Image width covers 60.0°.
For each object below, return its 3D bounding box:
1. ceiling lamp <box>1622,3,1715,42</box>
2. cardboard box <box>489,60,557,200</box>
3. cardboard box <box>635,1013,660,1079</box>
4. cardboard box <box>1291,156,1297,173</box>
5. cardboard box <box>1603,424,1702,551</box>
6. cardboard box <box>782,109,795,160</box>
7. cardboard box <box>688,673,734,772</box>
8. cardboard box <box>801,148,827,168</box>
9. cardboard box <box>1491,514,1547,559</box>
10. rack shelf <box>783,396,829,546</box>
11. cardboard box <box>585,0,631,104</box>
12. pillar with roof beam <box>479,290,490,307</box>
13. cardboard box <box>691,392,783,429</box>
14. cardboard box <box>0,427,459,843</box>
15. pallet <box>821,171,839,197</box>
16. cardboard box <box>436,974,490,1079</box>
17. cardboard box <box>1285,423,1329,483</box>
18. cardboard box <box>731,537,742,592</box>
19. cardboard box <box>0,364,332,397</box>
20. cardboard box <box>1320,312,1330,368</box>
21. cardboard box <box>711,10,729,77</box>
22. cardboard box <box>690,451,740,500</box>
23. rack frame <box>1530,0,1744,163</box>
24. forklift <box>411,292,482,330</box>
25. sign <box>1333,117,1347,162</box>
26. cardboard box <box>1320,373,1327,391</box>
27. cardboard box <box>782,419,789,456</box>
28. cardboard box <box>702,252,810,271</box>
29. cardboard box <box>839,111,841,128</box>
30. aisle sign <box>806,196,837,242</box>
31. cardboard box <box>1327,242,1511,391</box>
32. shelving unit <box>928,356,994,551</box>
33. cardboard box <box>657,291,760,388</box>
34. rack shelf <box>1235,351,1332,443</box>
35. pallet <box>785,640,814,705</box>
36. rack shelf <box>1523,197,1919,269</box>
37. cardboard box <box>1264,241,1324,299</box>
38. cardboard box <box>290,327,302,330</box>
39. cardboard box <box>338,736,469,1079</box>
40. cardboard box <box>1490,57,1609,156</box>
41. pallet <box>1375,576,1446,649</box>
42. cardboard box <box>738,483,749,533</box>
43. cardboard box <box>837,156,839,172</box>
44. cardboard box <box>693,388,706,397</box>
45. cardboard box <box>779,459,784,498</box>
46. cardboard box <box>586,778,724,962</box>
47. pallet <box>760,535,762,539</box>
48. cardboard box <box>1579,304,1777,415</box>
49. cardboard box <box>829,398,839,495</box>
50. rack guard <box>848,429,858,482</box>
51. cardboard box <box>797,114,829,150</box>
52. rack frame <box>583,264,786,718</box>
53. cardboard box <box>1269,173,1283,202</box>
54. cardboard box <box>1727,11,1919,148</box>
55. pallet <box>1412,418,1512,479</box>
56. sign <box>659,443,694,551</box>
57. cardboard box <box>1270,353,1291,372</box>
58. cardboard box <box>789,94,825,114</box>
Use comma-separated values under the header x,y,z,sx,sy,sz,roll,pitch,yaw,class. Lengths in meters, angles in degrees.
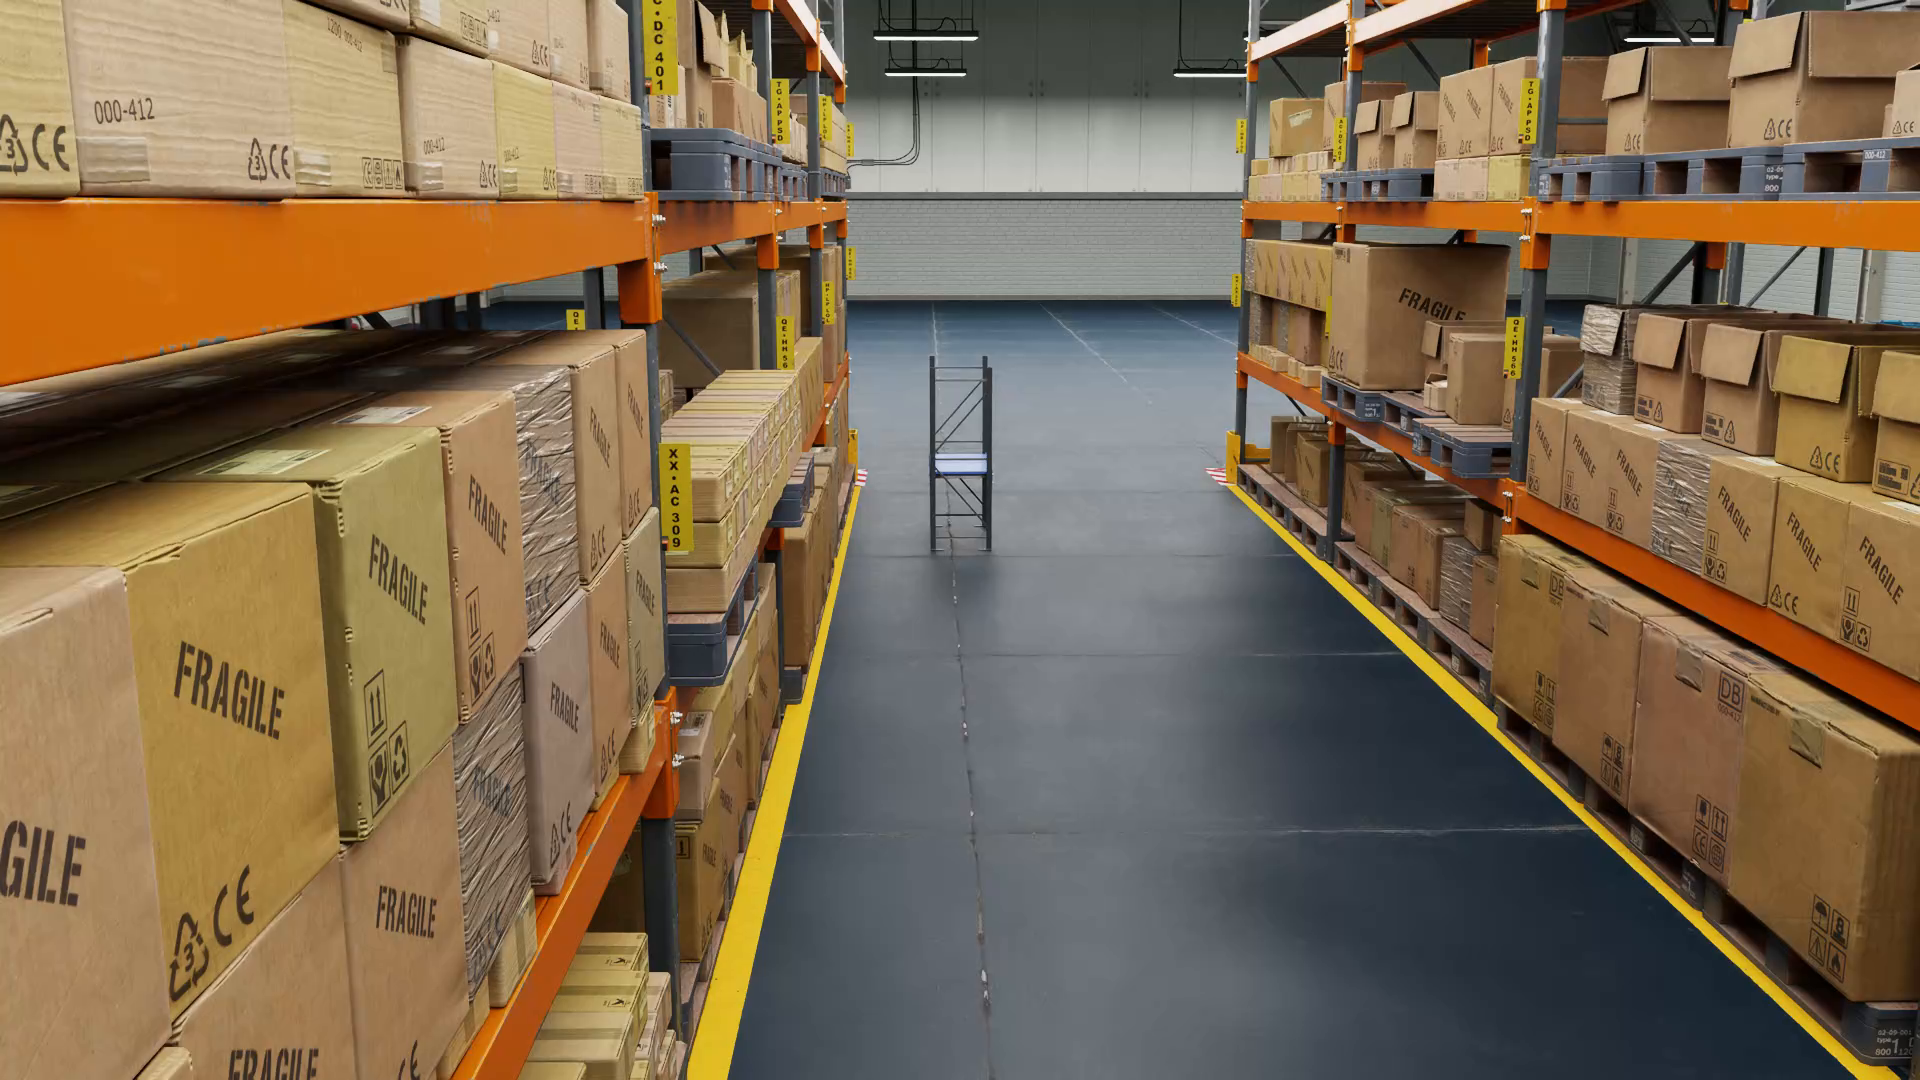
x,y,z,sx,sy,sz,roll,pitch,yaw,class
13.745,-11.175,31.829,2.000,3.185,0.800,0,11,-1,ceiling lamp
-1.103,-0.799,3.286,0.500,0.250,0.500,0,11,-2,cardboard box
-1.051,1.461,4.677,0.380,0.149,0.250,-1,11,-4,cardboard box
3.139,-3.313,14.675,0.380,0.149,0.250,0,11,-2,cardboard box
3.250,-0.241,7.454,0.500,0.500,0.500,0,11,-2,cardboard box
-1.292,-2.522,10.318,0.500,0.311,0.500,0,11,-2,cardboard box
-1.158,0.699,6.415,0.500,0.250,0.500,0,11,0,cardboard box
-1.226,-2.965,12.909,0.380,0.149,0.250,0,11,-2,cardboard box
3.441,0.014,9.739,0.500,0.250,0.500,0,11,1,cardboard box
-1.517,-0.539,10.982,1.077,0.370,4.000,0,11,-1,rack shelf
-1.129,-1.250,4.252,0.500,0.250,0.500,-1,11,-4,cardboard box
-8.753,-10.802,44.671,9.100,9.000,0.548,0,11,-1,pillar with roof beam
-0.991,-0.570,7.404,0.380,0.149,0.250,0,11,-1,cardboard box
-1.059,0.117,2.423,0.500,0.500,0.500,0,11,-2,cardboard box
-1.587,-3.121,14.575,1.003,0.211,1.213,0,11,-1,pallet
-1.073,0.843,2.989,0.380,0.149,0.250,0,11,1,cardboard box
3.363,-0.823,15.801,0.500,0.500,0.500,3,12,14,cardboard box
-0.953,0.083,5.682,0.380,0.149,0.250,0,11,0,cardboard box
-1.622,-0.090,3.444,0.500,0.500,0.500,0,11,0,cardboard box
3.480,-1.674,13.765,0.875,0.500,0.500,0,11,-1,cardboard box
-1.160,-2.054,6.916,0.396,0.266,0.258,0,11,-1,cardboard box
-0.953,-0.209,5.624,0.380,0.149,0.250,0,11,0,cardboard box
3.485,-3.435,8.356,1.000,3.000,0.127,0,11,-1,rack frame
-3.629,-0.867,10.960,1.130,2.935,3.031,-1,11,-4,forklift
2.860,-3.009,12.504,0.100,0.325,0.005,0,11,-1,sign
3.109,-1.258,13.347,0.380,0.149,0.250,0,11,-1,cardboard box
-0.990,-0.471,7.666,0.380,0.149,0.250,0,11,-1,cardboard box
-1.659,-2.074,13.647,0.875,0.550,0.550,0,11,-1,cardboard box
-1.275,-3.810,15.068,0.380,0.149,0.250,0,11,-1,cardboard box
-1.343,-3.374,16.607,0.394,0.787,0.004,0,11,-1,aisle sign
3.279,-1.631,11.989,1.000,1.000,1.000,0,11,-1,cardboard box
-0.002,-0.752,13.994,0.538,1.500,1.048,0,11,-1,shelving unit
-1.475,-1.123,9.282,0.700,0.500,0.500,0,11,-1,cardboard box
3.361,-1.335,14.903,1.077,0.370,4.000,0,11,-1,rack shelf
-1.417,0.715,10.002,1.003,0.211,1.213,0,11,-1,pallet
3.527,-1.214,6.766,1.077,0.370,4.000,0,11,-1,rack shelf
3.074,-2.460,15.128,0.500,0.500,0.500,0,11,-1,cardboard box
-6.289,-1.933,15.044,0.500,0.500,0.500,0,11,-1,cardboard box
-1.077,0.607,2.523,0.500,0.500,0.500,0,11,0,cardboard box
3.225,-2.352,9.057,0.500,0.500,0.500,0,11,0,cardboard box
3.448,0.475,11.188,1.003,0.211,1.213,0,11,-1,pallet
-0.954,-0.111,5.888,0.380,0.149,0.250,0,11,0,cardboard box
-1.264,-3.318,14.651,0.380,0.149,0.250,0,11,0,cardboard box
-1.215,-0.634,9.387,0.500,0.500,0.500,0,11,-1,cardboard box
-0.988,-0.277,7.457,0.380,0.149,0.250,-1,11,-4,cardboard box
-1.143,1.172,5.968,0.500,0.500,0.500,0,11,1,cardboard box
-1.394,-0.007,7.031,1.003,0.211,1.213,0,11,-1,pallet
3.484,-0.890,8.126,0.797,0.503,0.637,0,11,1,cardboard box
-1.524,-0.758,14.541,0.875,0.875,0.875,0,11,-1,cardboard box
-1.642,-0.864,17.062,1.175,0.500,0.348,0,11,-1,rack guard
-1.289,-3.185,12.991,0.500,0.250,0.500,0,11,-1,cardboard box
-1.476,-0.494,8.951,1.000,3.000,0.127,0,11,-1,rack frame
3.095,-3.184,15.040,0.500,0.250,0.500,0,11,-1,cardboard box
3.549,-1.815,6.601,0.797,0.503,0.637,0,11,-2,cardboard box
3.364,-0.542,9.668,1.213,0.211,1.003,0,11,-1,pallet
-0.851,-0.127,4.964,0.100,0.325,0.005,0,11,-1,sign
3.022,-1.605,15.060,0.380,0.149,0.250,0,11,-1,cardboard box
-1.226,-3.356,12.830,0.380,0.149,0.250,0,11,-1,cardboard box
